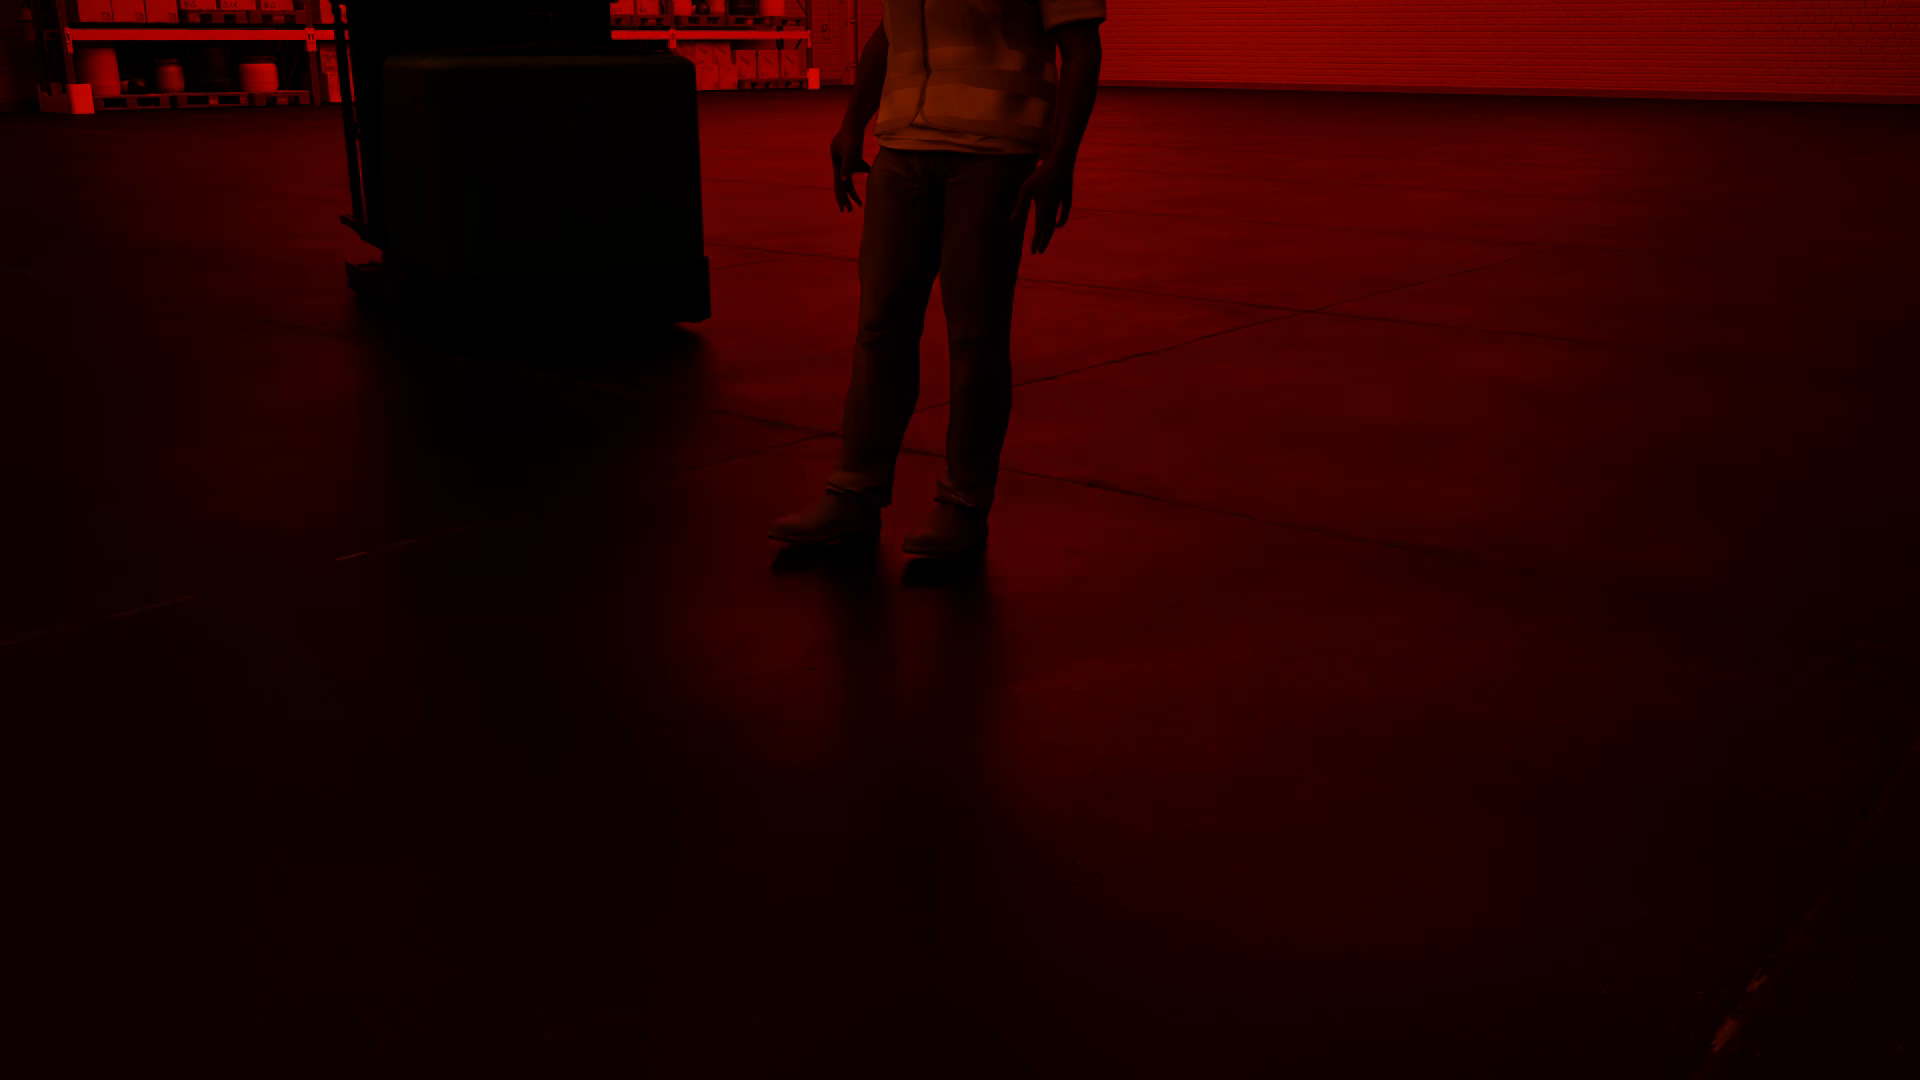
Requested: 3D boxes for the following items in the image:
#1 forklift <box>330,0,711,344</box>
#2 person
[{"bbox_3d":[-2.151,-2.517,7.188,1.130,2.935,3.031,-9,19,-28],"label":"forklift"},{"bbox_3d":[-0.049,-0.838,3.636,0.665,1.765,0.577,13,21,37],"label":"person"}]
